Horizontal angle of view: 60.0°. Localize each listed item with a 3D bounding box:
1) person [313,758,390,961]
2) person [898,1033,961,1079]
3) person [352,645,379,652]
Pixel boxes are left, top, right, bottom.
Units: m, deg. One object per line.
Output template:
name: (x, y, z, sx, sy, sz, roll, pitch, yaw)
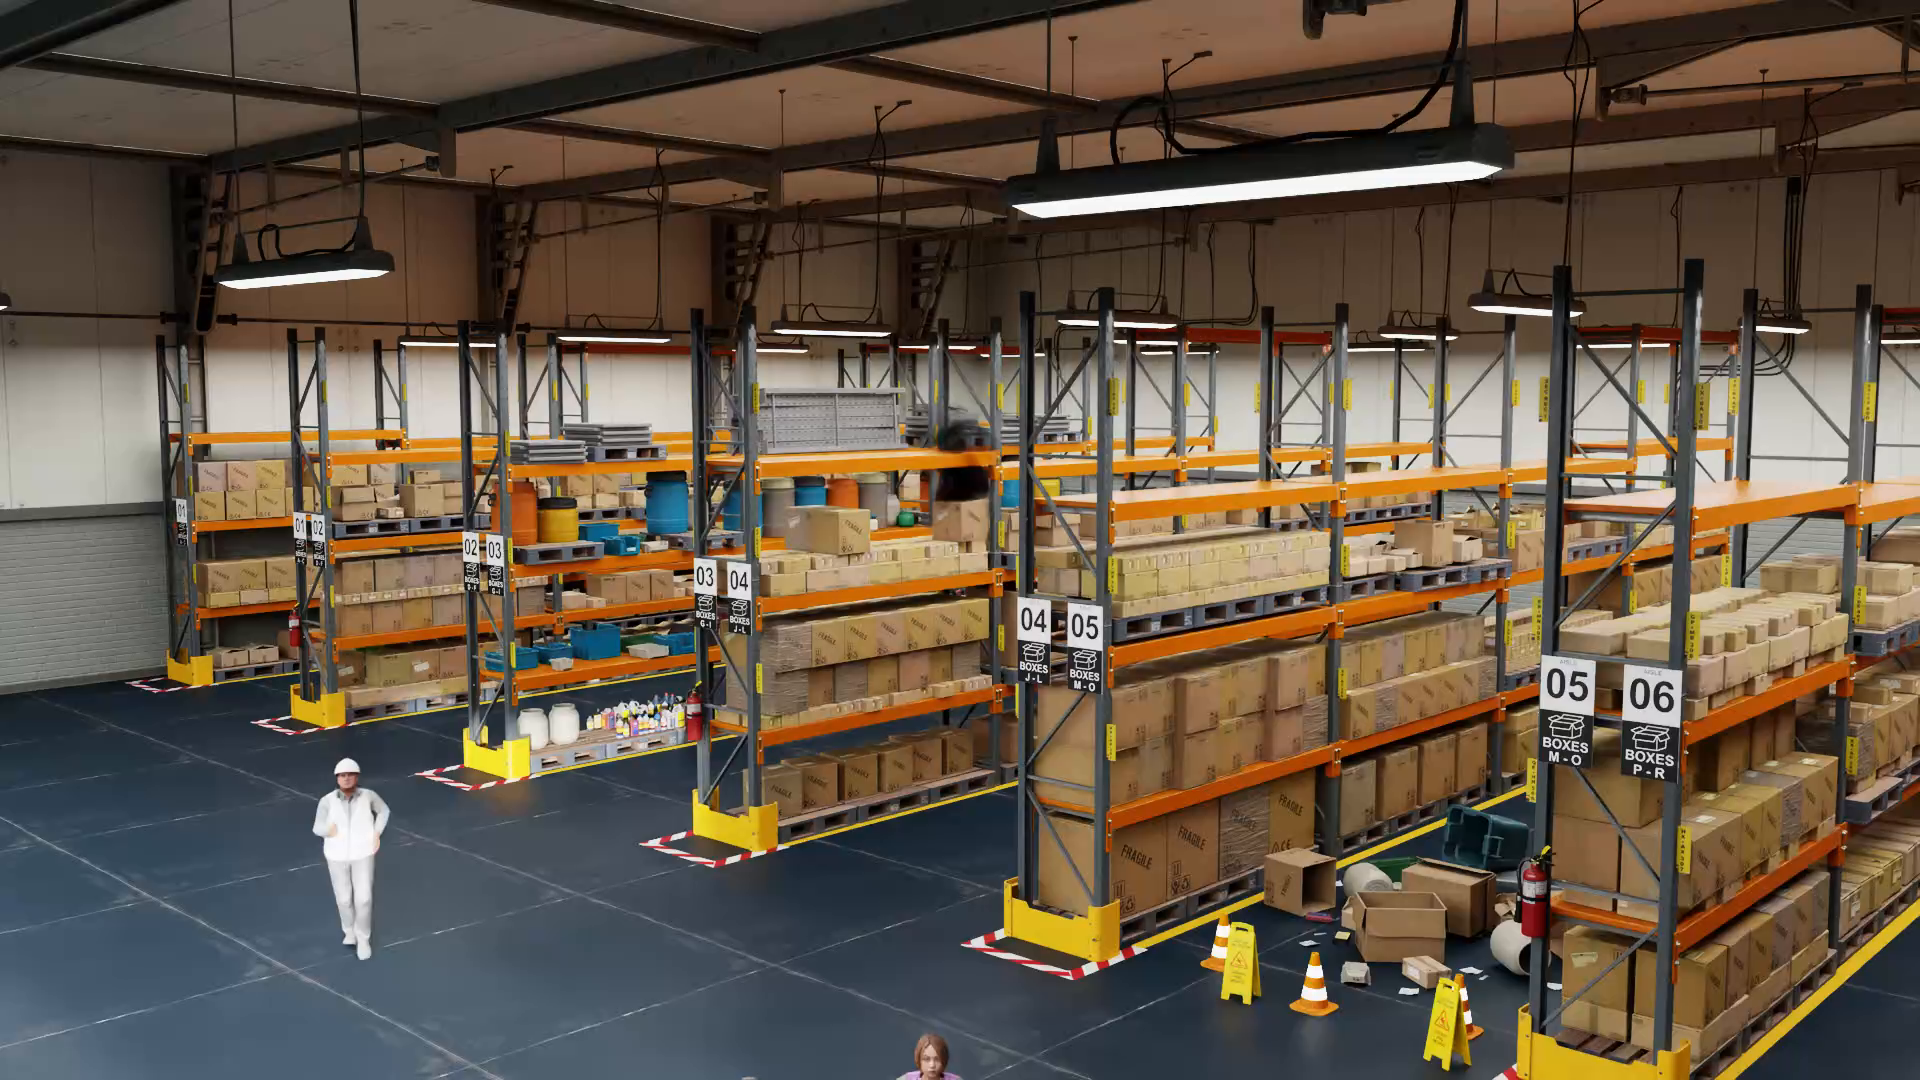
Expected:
person: (-5.497, 2.879, 15.022, 0.637, 1.814, 0.711, -1, 6, -14)
person: (-0.171, 3.512, 9.142, 0.510, 1.629, 0.737, -1, 5, -7)
person: (-9.869, 1.643, 27.679, 0.662, 1.797, 0.928, 5, 7, 43)
